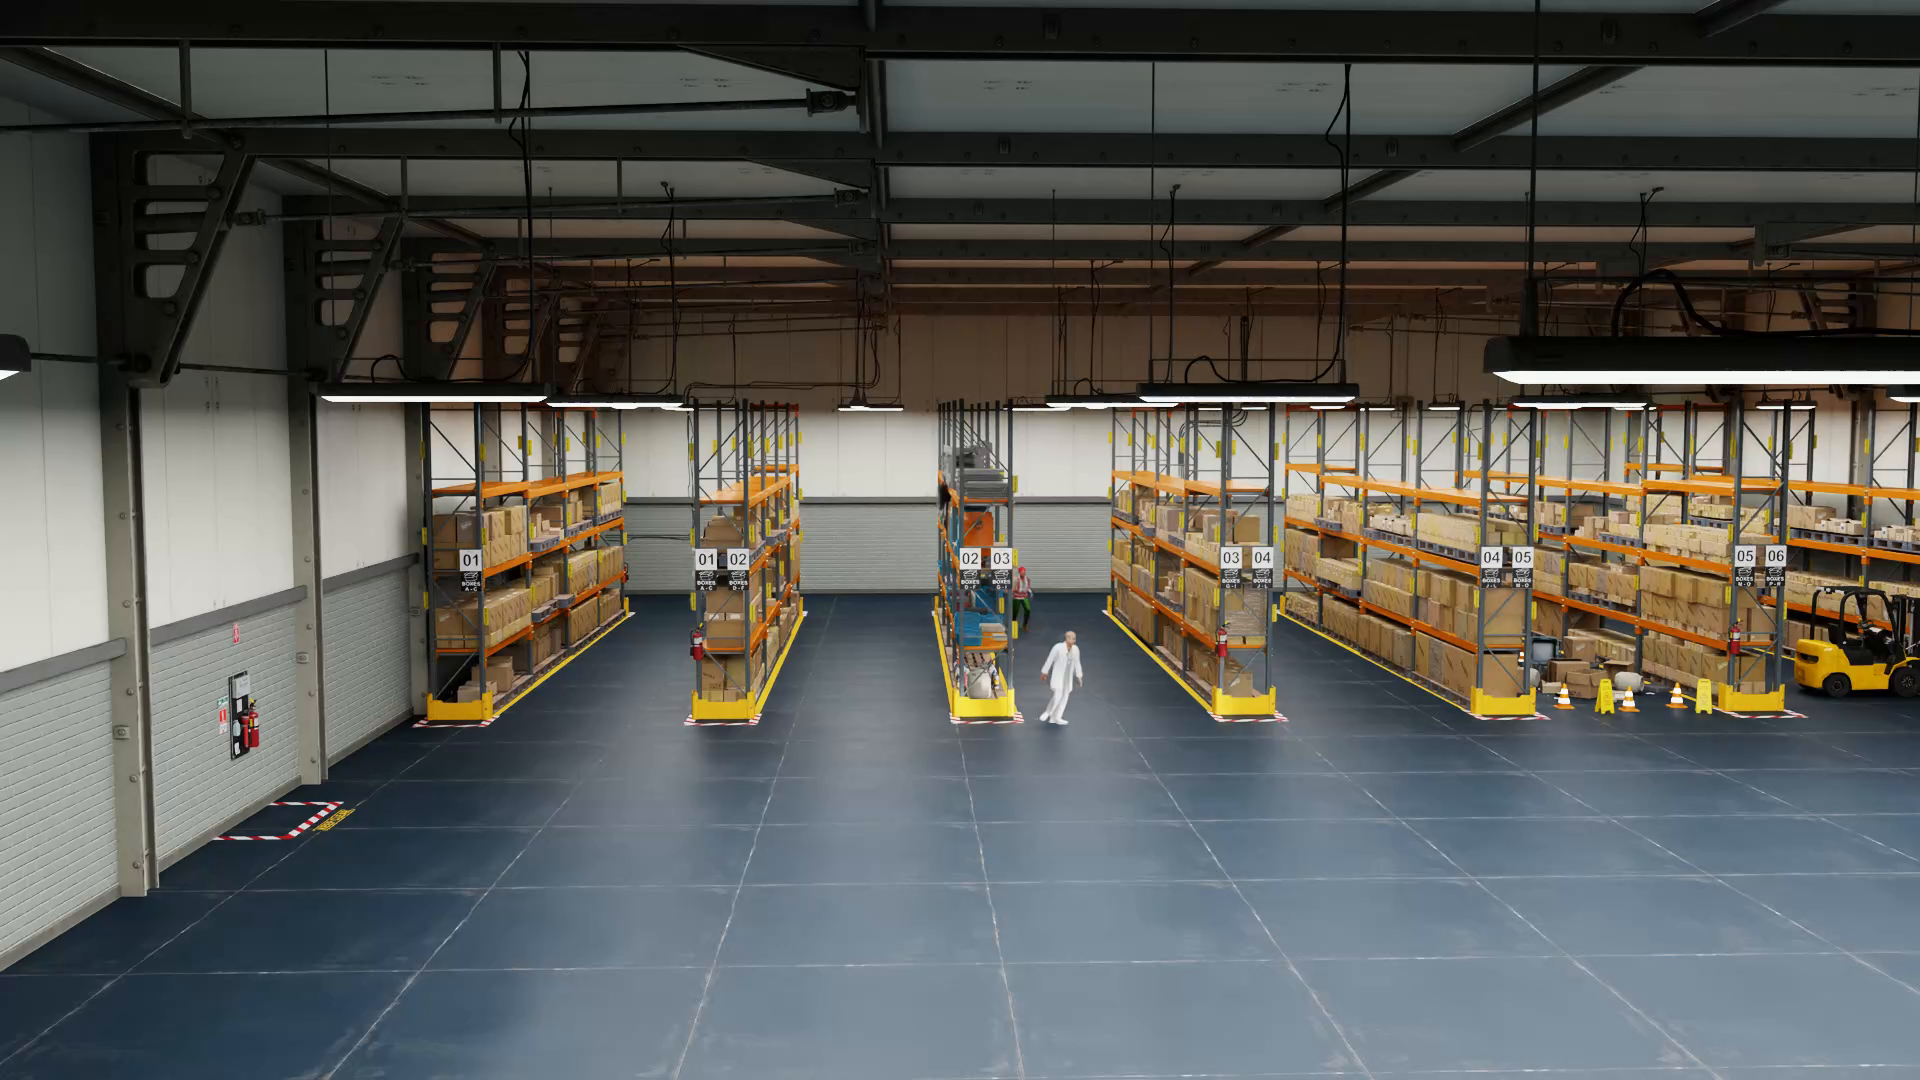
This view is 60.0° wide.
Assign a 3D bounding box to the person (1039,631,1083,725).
[{"bbox_3d":[1.857,2.535,30.608,0.742,1.749,0.568,-3,5,-30],"label":"person"}]

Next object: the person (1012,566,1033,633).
[{"bbox_3d":[1.612,1.545,43.678,0.695,1.742,0.983,-1,5,-19],"label":"person"}]
